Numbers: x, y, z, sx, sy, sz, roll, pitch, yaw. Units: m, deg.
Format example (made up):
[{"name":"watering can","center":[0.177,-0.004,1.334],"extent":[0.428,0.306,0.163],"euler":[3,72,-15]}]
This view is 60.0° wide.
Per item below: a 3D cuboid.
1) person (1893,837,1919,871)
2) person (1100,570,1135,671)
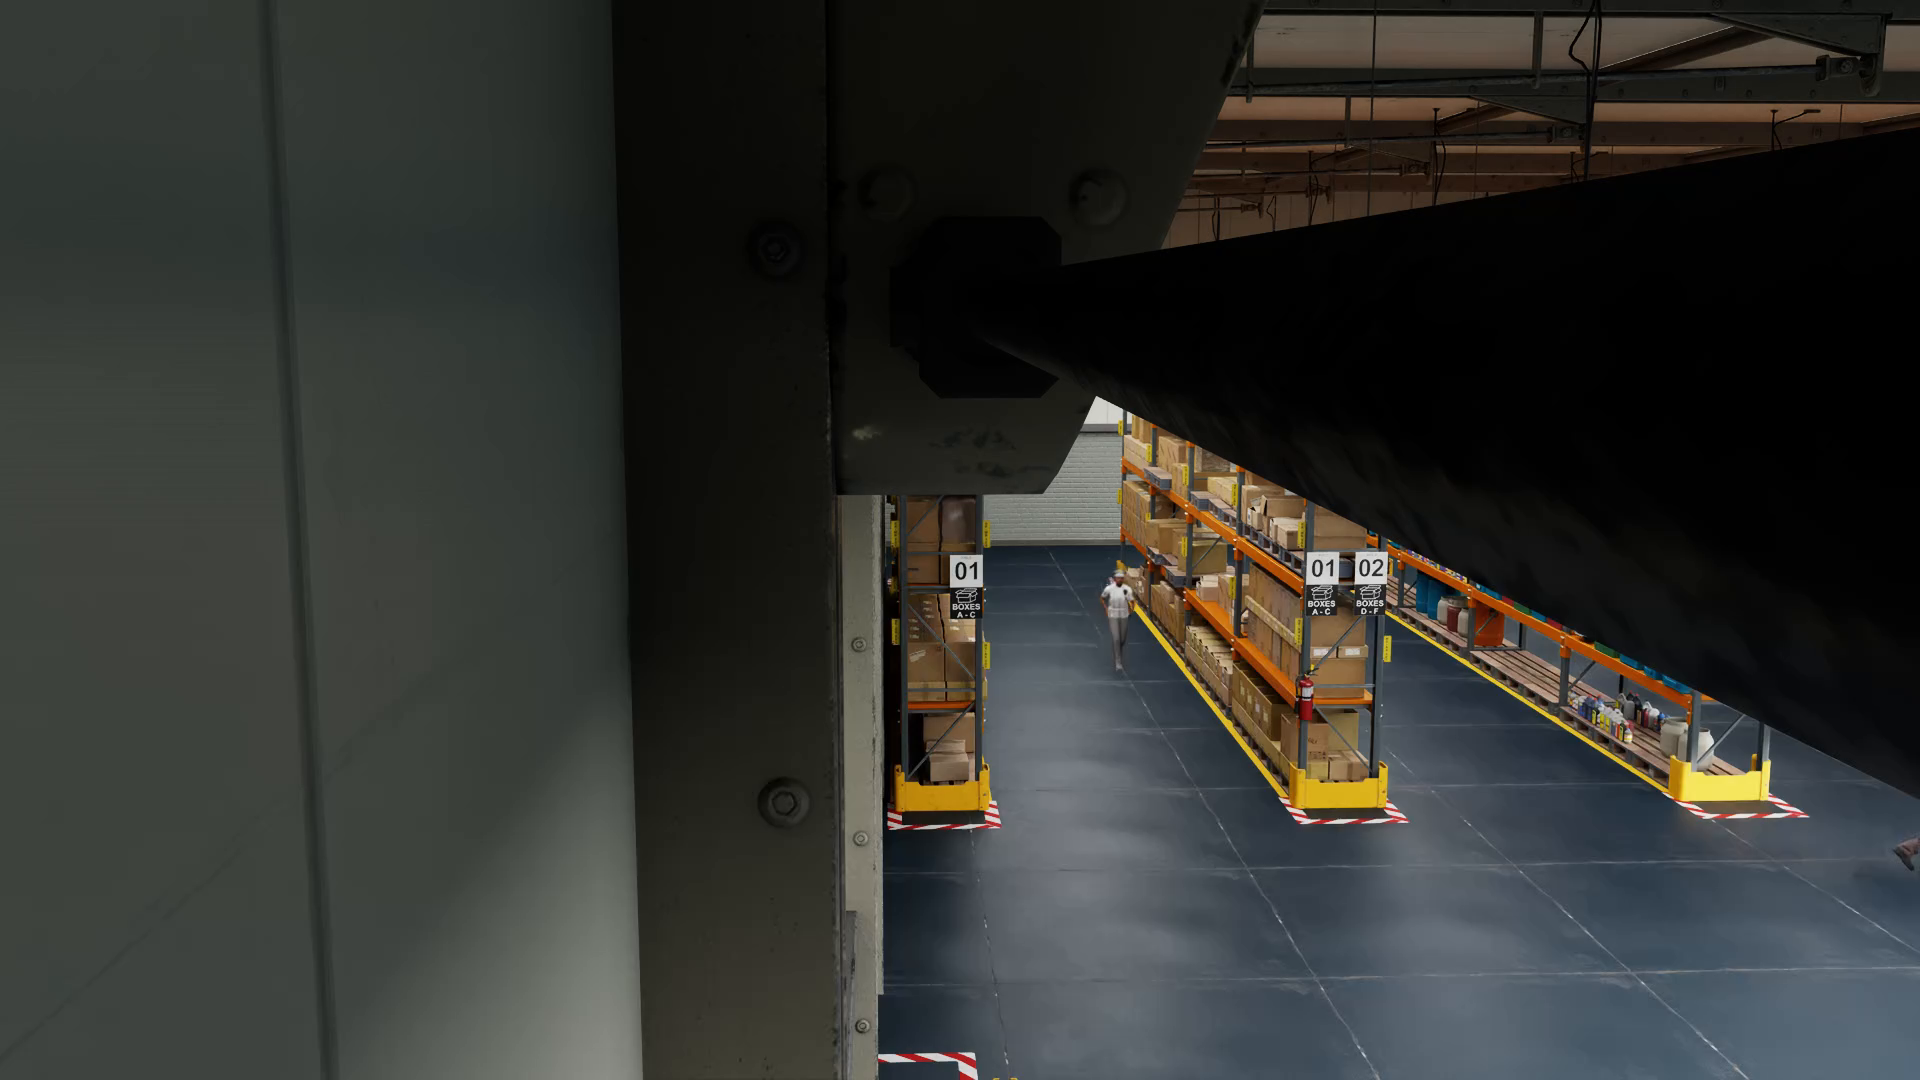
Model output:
[{"name":"person","center":[10.563,2.858,17.804],"extent":[0.914,1.704,0.658],"euler":[4,9,27]},{"name":"person","center":[2.703,1.329,28.449],"extent":[0.579,1.698,0.842],"euler":[0,8,-2]}]
